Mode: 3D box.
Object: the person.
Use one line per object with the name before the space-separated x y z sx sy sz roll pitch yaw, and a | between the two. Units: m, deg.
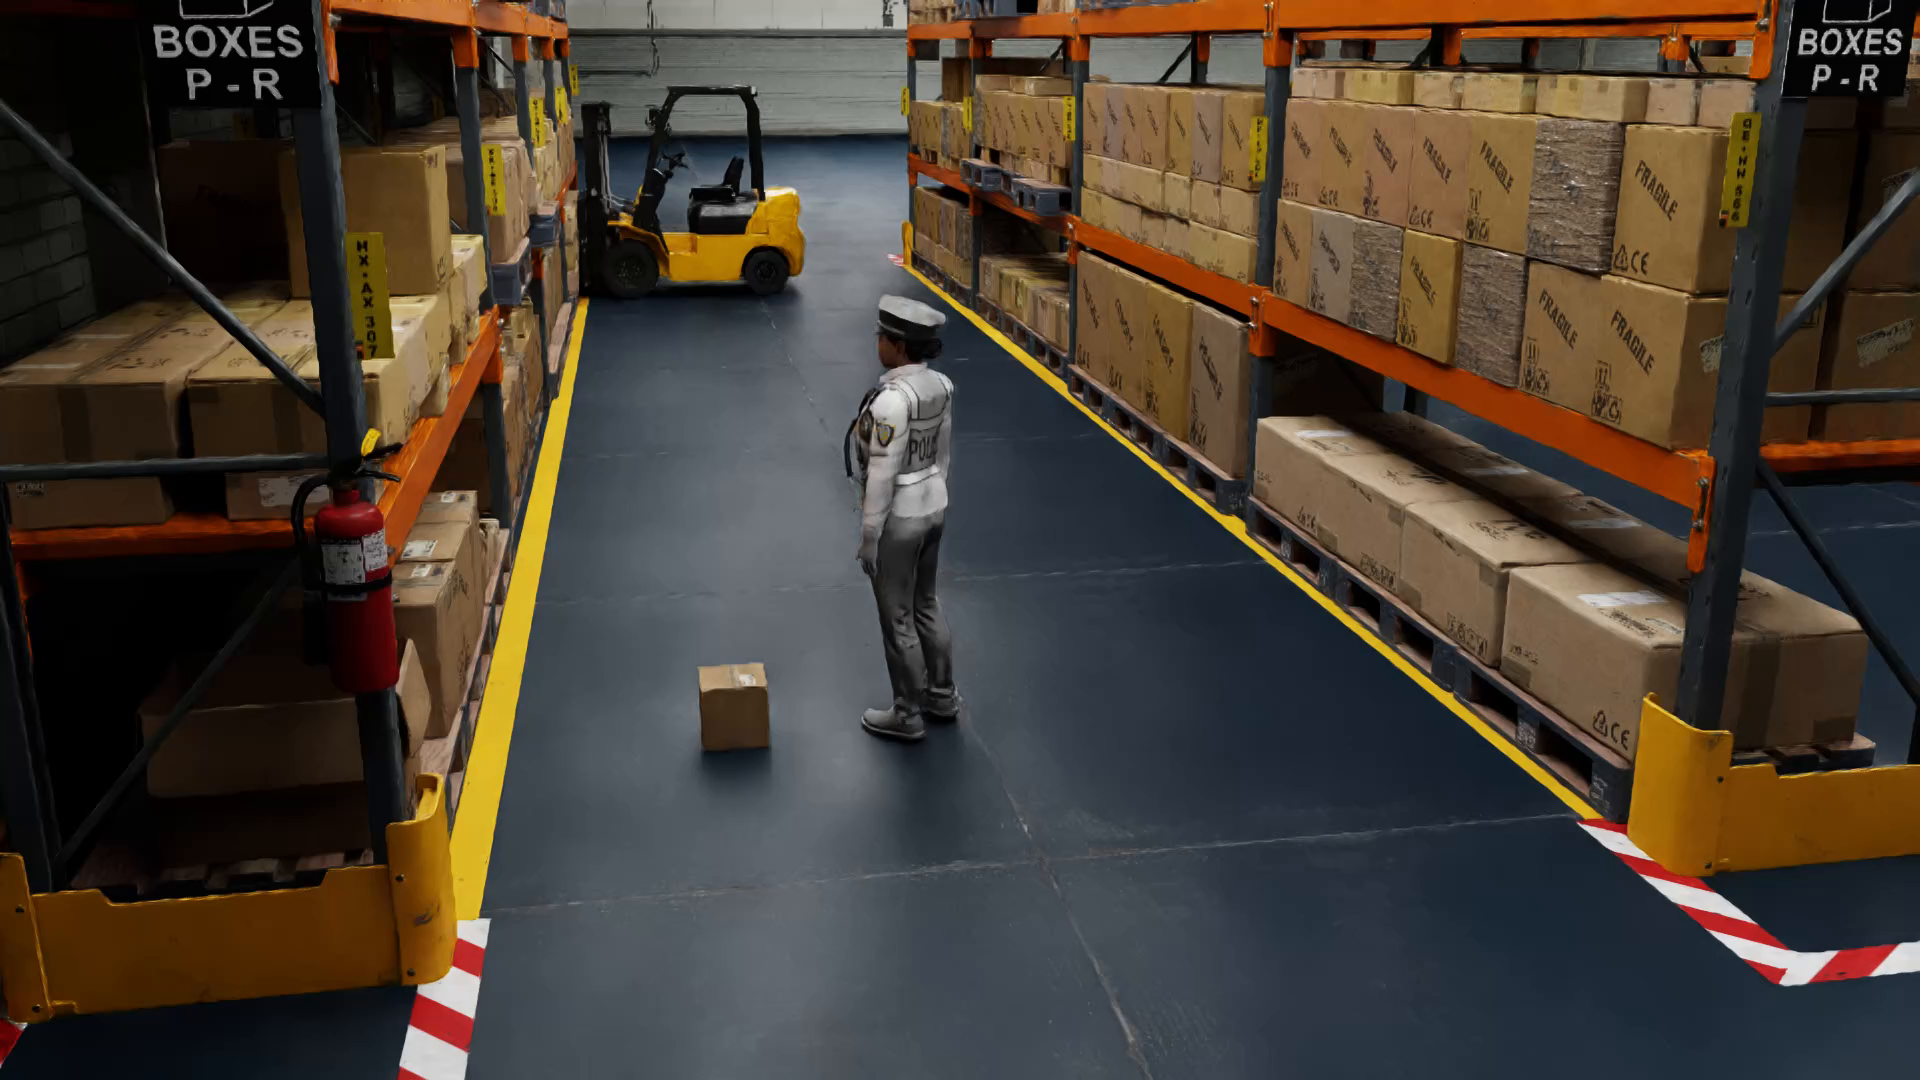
person | -0.203 -0.079 6.237 0.346 1.689 0.616 7 18 24
